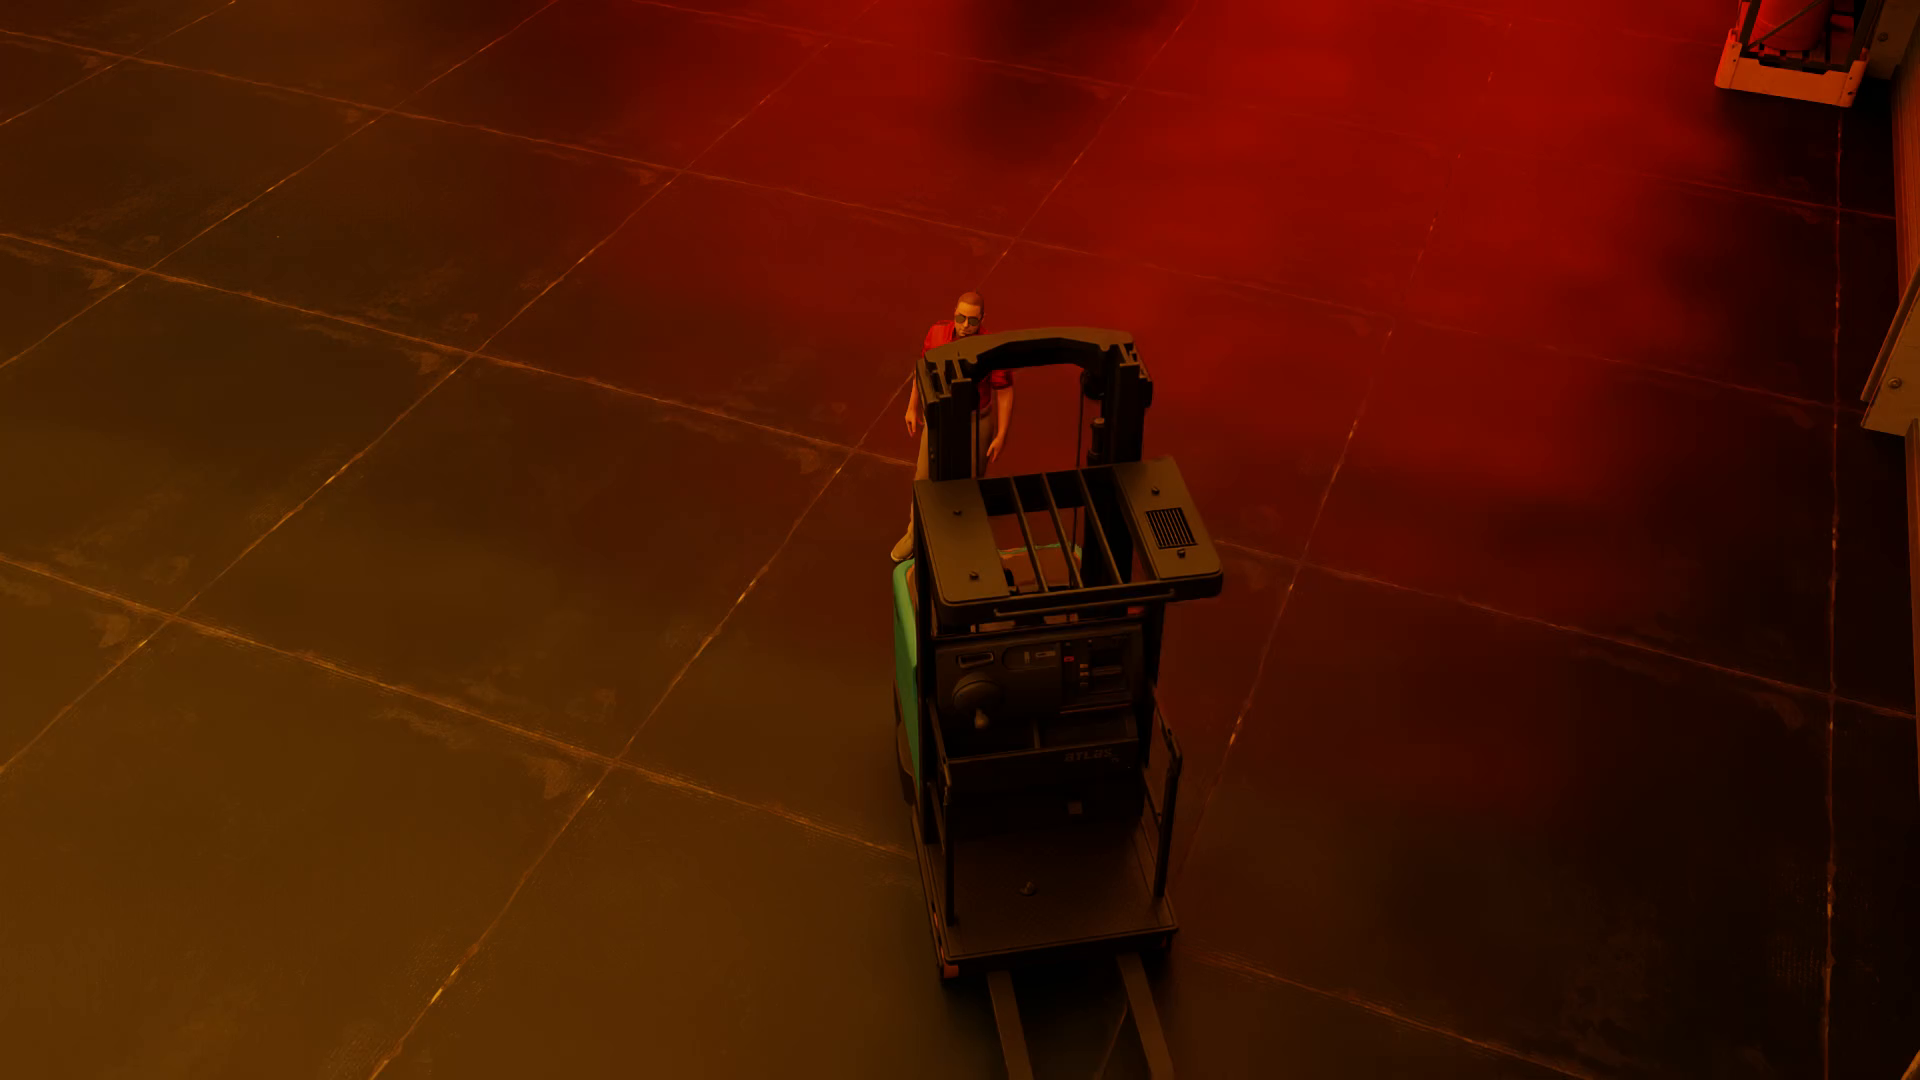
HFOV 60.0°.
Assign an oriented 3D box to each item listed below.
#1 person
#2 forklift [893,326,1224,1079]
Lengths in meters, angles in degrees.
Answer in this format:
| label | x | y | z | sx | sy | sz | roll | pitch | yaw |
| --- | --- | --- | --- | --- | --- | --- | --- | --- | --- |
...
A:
| label | x | y | z | sx | sy | sz | roll | pitch | yaw |
| --- | --- | --- | --- | --- | --- | --- | --- | --- | --- |
| person | -0.045 | -0.618 | 9.670 | 0.640 | 1.727 | 0.551 | 15 | 42 | 17 |
| forklift | 0.394 | 0.684 | 7.189 | 1.130 | 2.935 | 3.031 | -6 | 40 | -7 |
